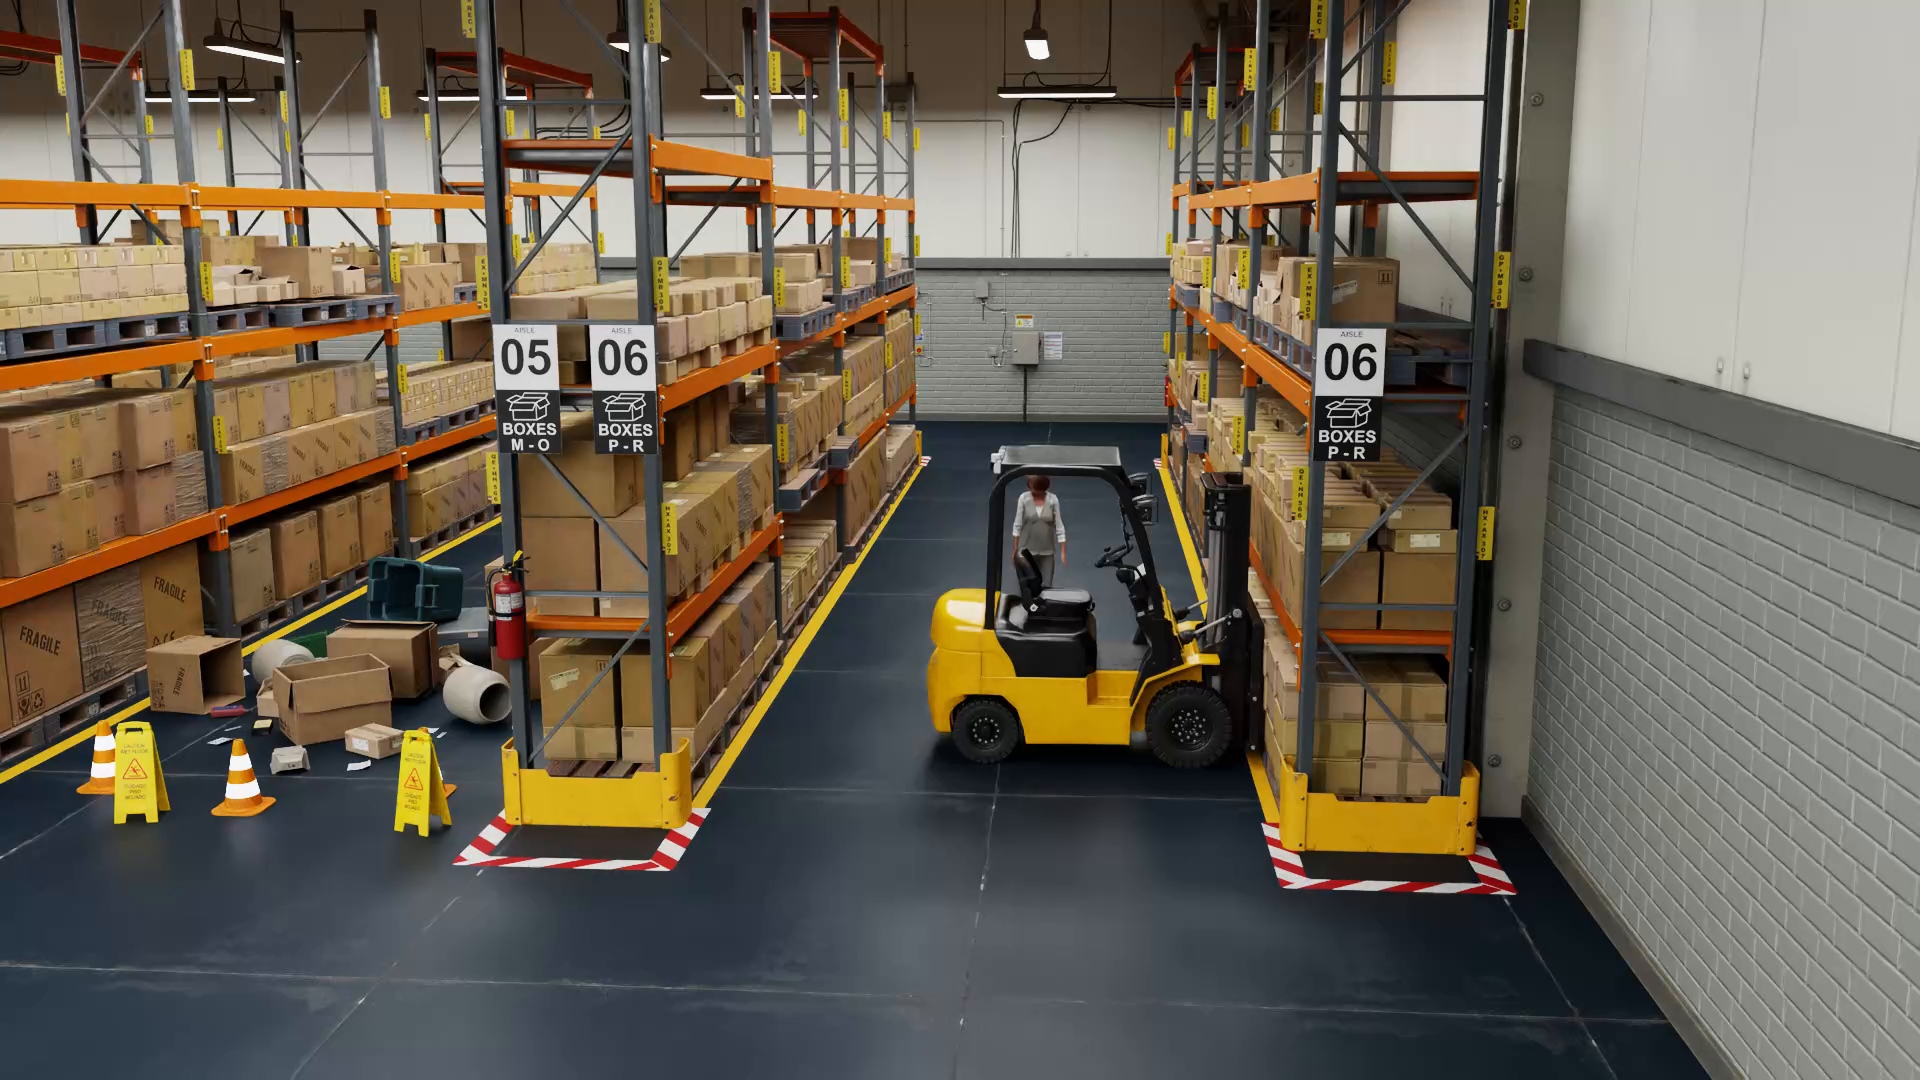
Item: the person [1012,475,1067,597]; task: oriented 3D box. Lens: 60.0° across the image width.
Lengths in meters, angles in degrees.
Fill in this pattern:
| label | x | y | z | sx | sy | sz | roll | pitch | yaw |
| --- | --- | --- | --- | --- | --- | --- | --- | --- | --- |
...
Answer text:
| label | x | y | z | sx | sy | sz | roll | pitch | yaw |
| --- | --- | --- | --- | --- | --- | --- | --- | --- | --- |
| person | 0.715 | 0.153 | 15.176 | 0.511 | 1.594 | 0.326 | -1 | 11 | -6 |
